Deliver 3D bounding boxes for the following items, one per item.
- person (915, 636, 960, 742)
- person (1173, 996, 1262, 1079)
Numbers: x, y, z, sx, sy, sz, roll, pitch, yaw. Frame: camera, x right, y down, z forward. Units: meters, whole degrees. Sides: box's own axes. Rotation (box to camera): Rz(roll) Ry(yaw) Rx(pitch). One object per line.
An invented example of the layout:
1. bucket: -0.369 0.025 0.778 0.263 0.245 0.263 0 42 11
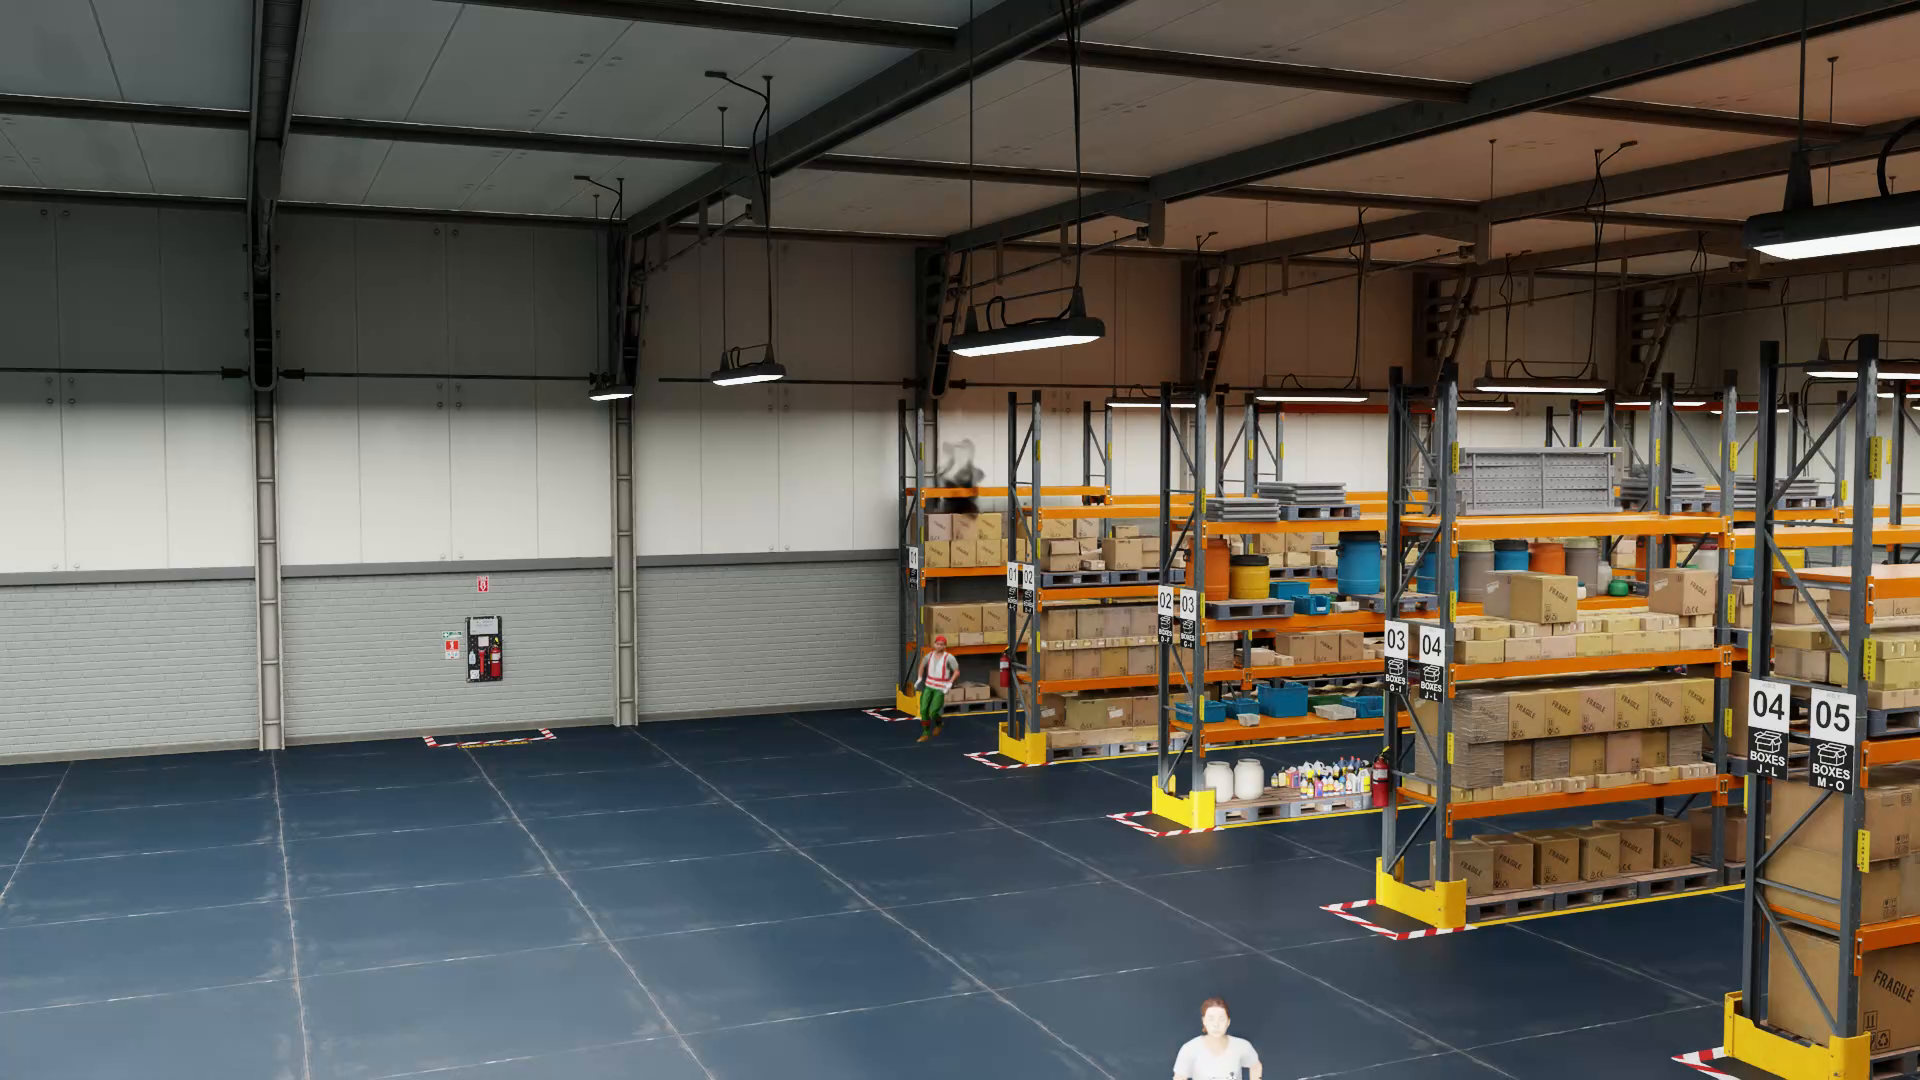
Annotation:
1. person: -0.376 2.429 27.223 0.706 1.750 0.536 2 4 25
2. person: 1.613 3.701 10.447 0.567 1.657 0.954 1 3 9
